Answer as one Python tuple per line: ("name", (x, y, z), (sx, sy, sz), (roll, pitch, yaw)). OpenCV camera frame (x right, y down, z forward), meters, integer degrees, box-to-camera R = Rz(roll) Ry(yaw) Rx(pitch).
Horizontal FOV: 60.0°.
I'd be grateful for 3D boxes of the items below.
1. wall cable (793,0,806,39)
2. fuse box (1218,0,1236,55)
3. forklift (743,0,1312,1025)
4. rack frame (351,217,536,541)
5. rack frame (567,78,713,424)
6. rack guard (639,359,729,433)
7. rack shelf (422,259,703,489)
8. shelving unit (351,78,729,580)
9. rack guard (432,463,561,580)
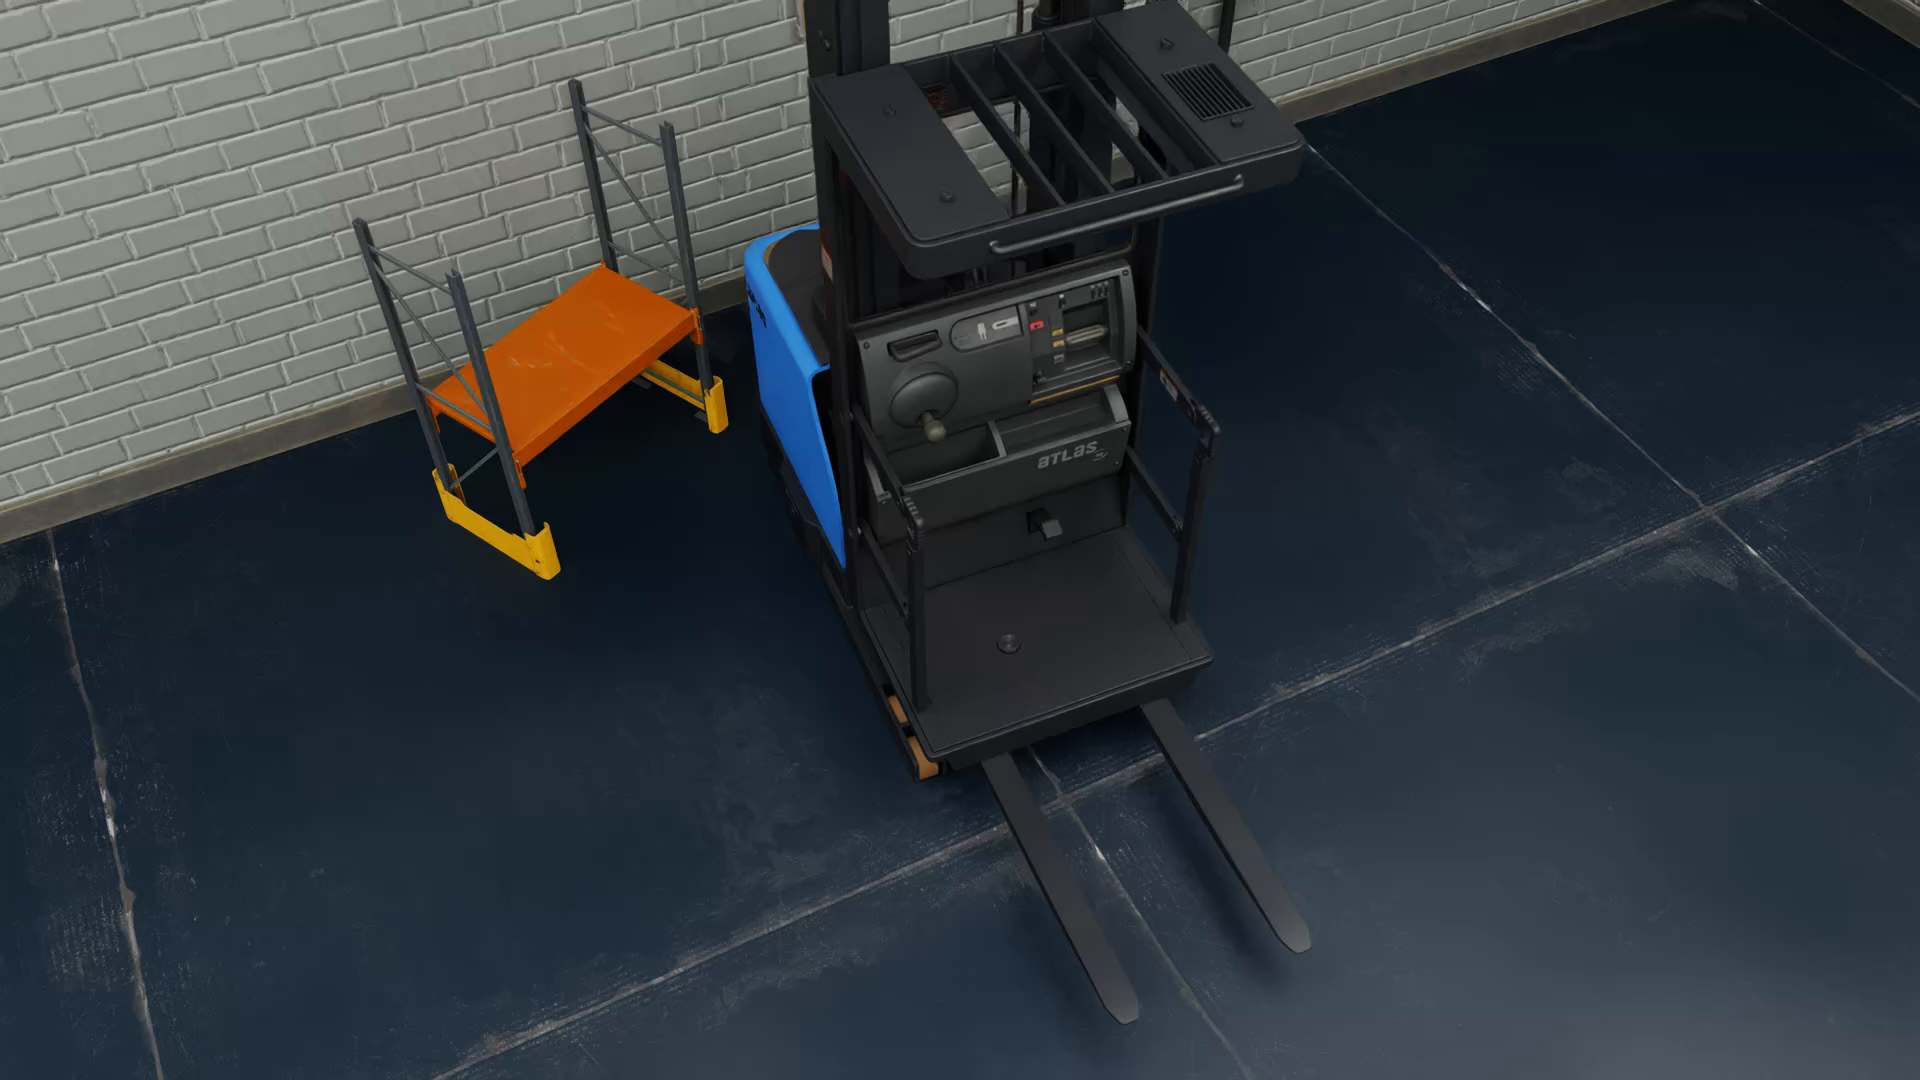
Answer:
("wall cable", (-0.602, -2.538, 6.174), (0.585, 1.953, 0.123), (-21, 52, -18))
("fuse box", (1.333, -2.395, 7.601), (0.539, 1.711, 0.414), (-21, 52, -18))
("forklift", (0.214, -0.490, 5.124), (1.130, 2.935, 3.031), (-18, 51, -15))
("rack frame", (-1.834, -0.475, 6.062), (0.500, 1.500, 0.032), (29, 55, 23))
("rack frame", (-1.237, -1.094, 6.603), (0.500, 1.500, 0.032), (29, 55, 23))
("rack guard", (-1.237, -0.682, 7.073), (0.587, 0.250, 0.087), (29, 55, 23))
("rack shelf", (-1.535, -0.666, 6.468), (0.538, 0.185, 1.000), (29, 55, 23))
("shelving unit", (-1.530, -0.790, 6.337), (0.587, 1.500, 1.083), (29, 55, 23))
("rack guard", (-1.823, -0.075, 6.542), (0.587, 0.250, 0.087), (29, 55, 23))
